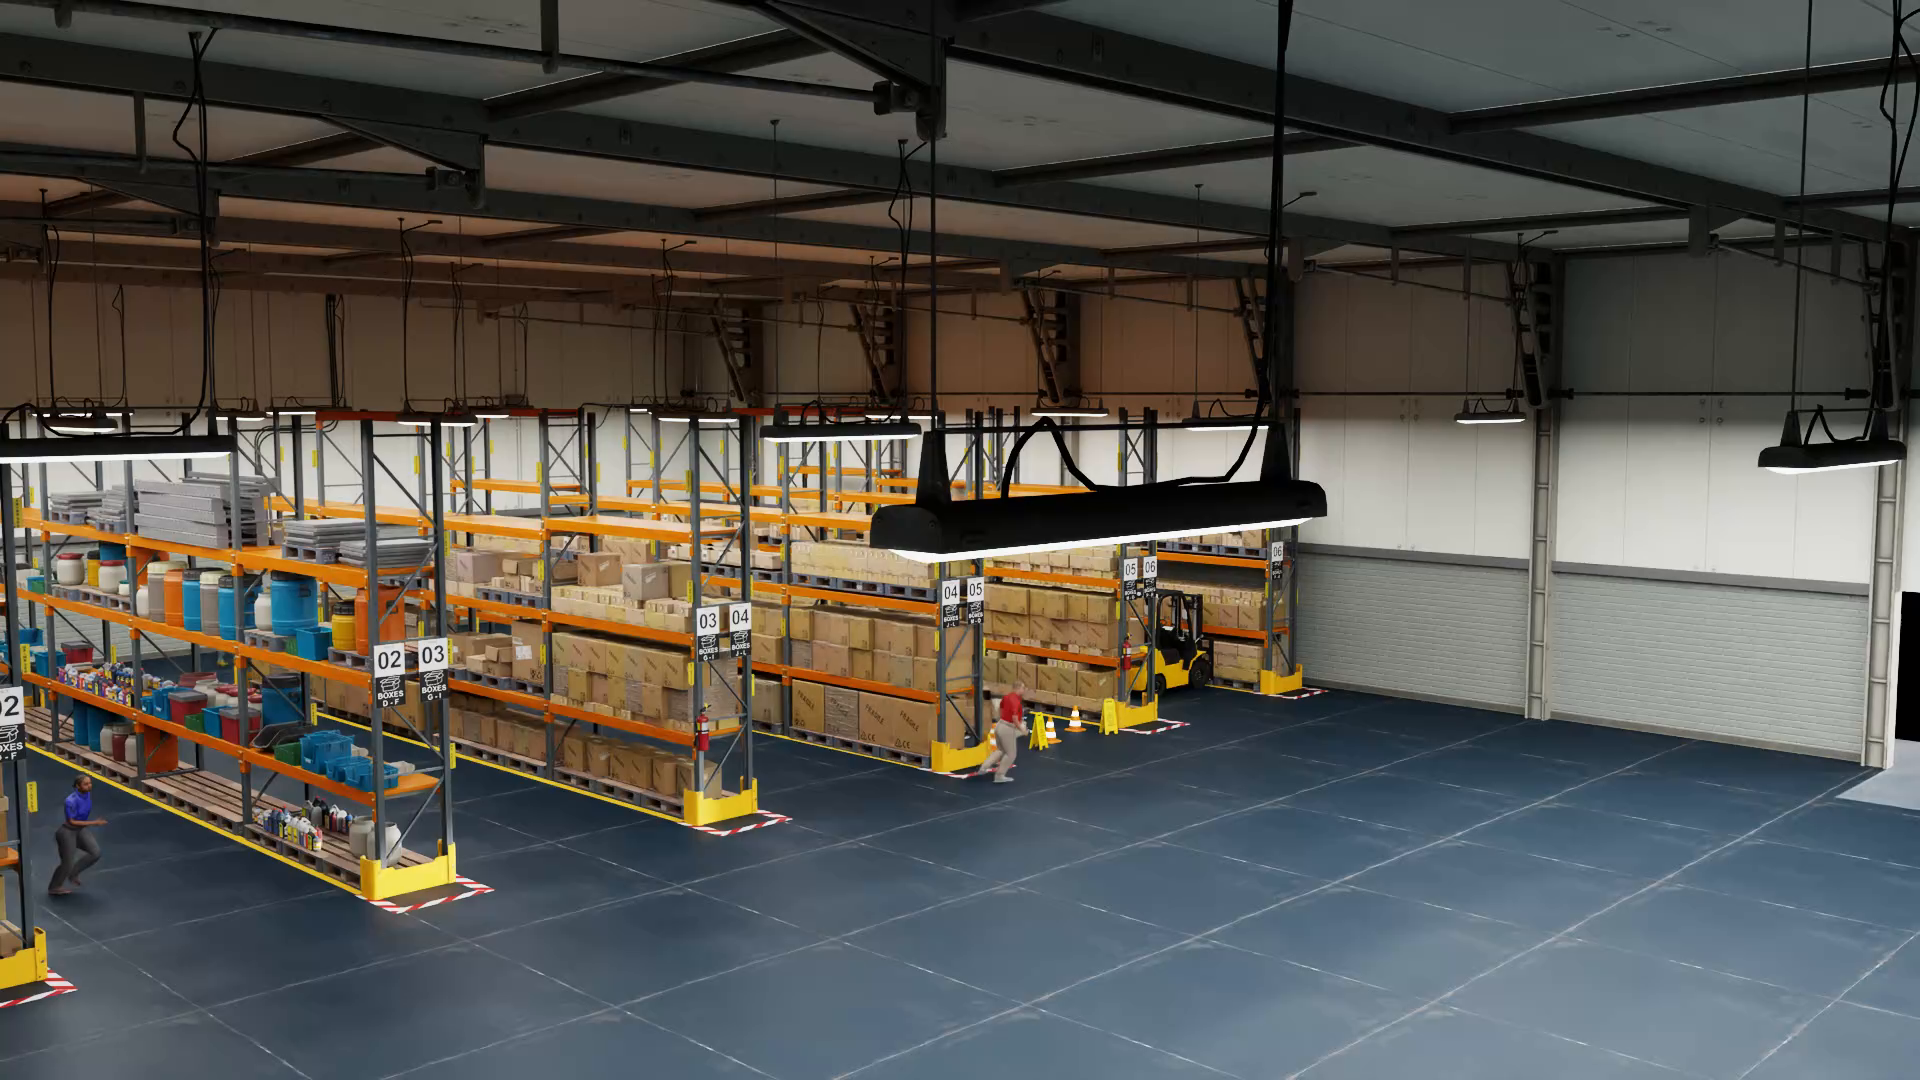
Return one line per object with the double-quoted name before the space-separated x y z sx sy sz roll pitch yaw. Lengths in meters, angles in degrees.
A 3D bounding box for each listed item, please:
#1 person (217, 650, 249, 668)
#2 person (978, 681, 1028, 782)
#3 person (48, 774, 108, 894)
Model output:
"person" -16.694 2.068 38.195 0.842 1.808 0.681 1 5 12
"person" 0.705 3.113 27.017 0.740 1.649 0.649 -2 5 -19
"person" -11.122 3.697 20.978 0.825 1.546 0.587 0 5 4
